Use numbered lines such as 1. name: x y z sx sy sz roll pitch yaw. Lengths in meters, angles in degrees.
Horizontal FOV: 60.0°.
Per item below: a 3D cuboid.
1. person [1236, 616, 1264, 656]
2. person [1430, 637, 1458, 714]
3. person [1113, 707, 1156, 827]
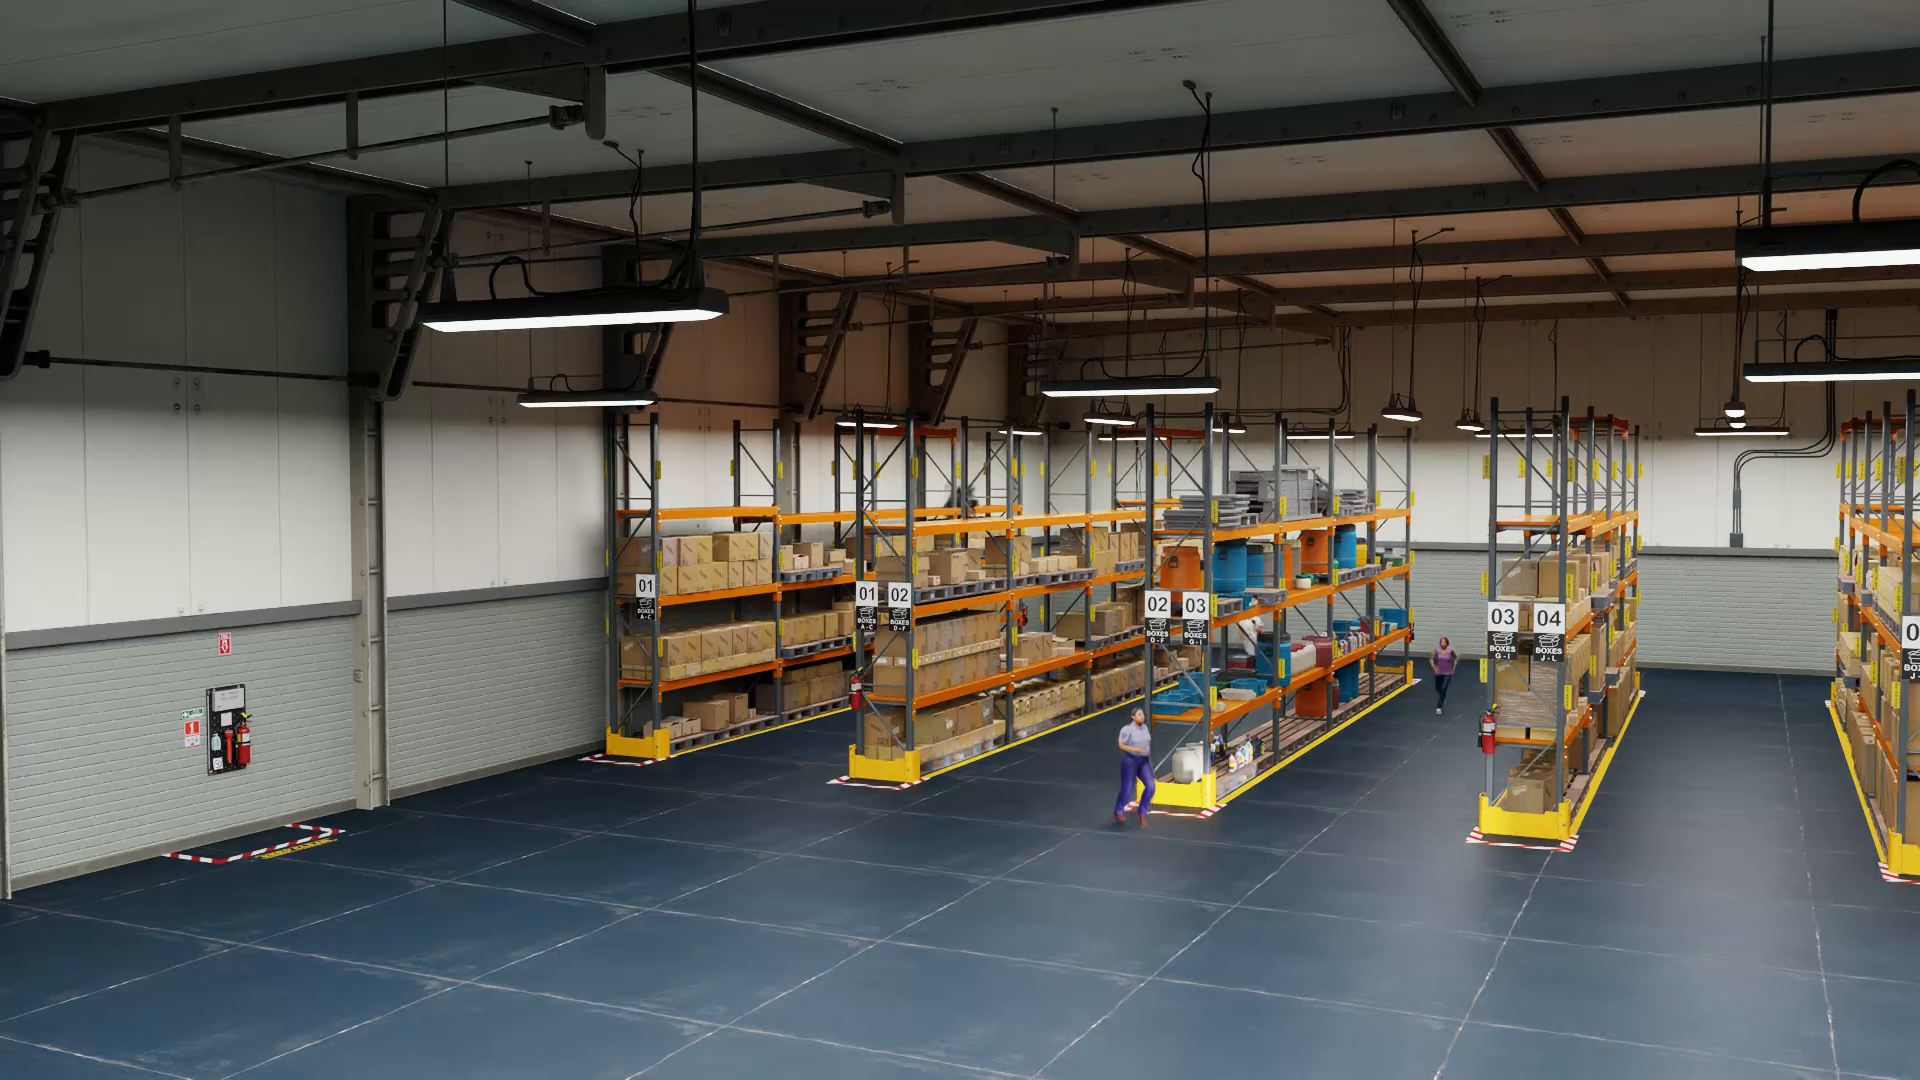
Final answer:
1. person: 6.982 2.464 39.966 0.671 1.816 0.739 0 2 6
2. person: 10.005 2.785 34.396 0.566 1.580 0.769 1 3 21
3. person: 2.486 3.205 23.483 0.608 1.693 0.660 -1 3 -28
